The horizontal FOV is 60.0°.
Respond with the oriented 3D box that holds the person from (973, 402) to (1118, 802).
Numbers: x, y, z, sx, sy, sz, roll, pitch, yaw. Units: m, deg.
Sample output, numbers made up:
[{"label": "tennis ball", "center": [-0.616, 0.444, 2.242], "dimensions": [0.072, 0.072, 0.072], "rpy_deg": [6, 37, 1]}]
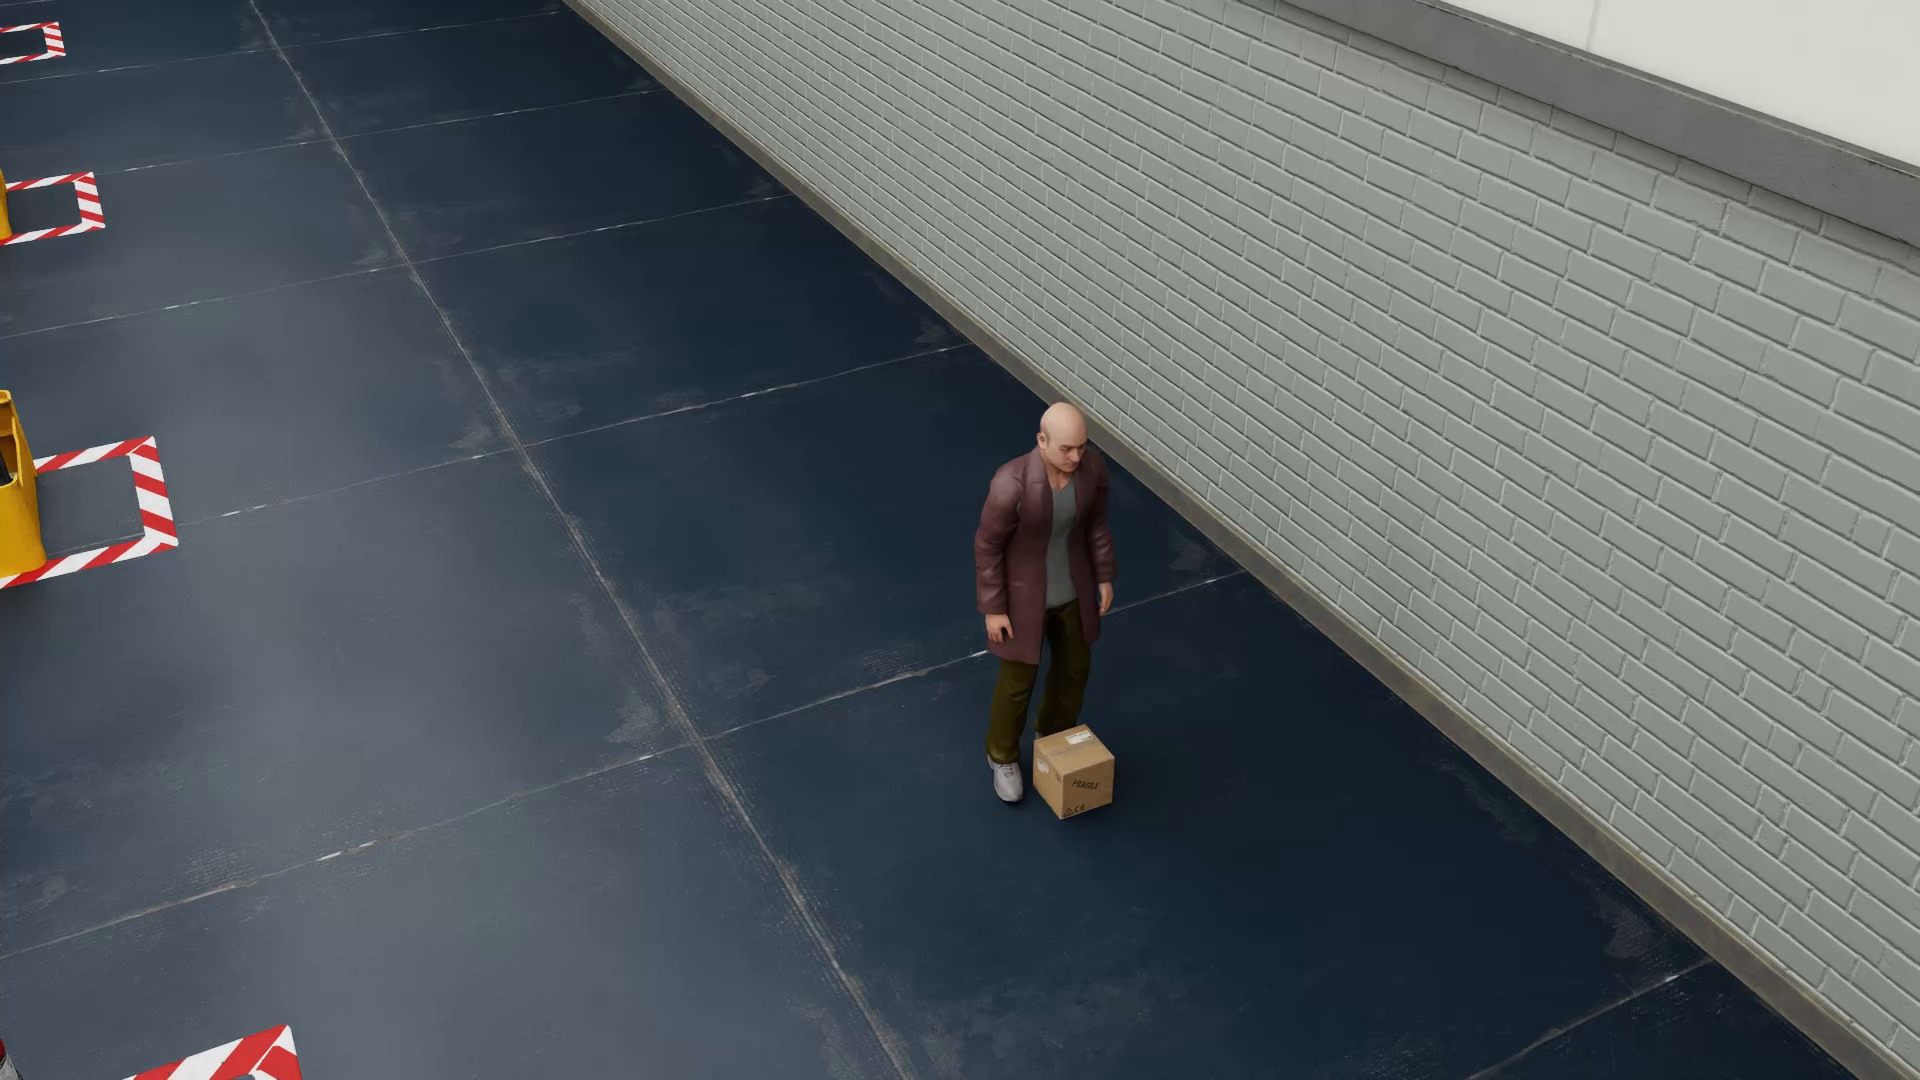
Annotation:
[{"label": "person", "center": [0.355, 0.223, 6.804], "dimensions": [0.644, 1.774, 0.425], "rpy_deg": [-16, 36, -23]}]
